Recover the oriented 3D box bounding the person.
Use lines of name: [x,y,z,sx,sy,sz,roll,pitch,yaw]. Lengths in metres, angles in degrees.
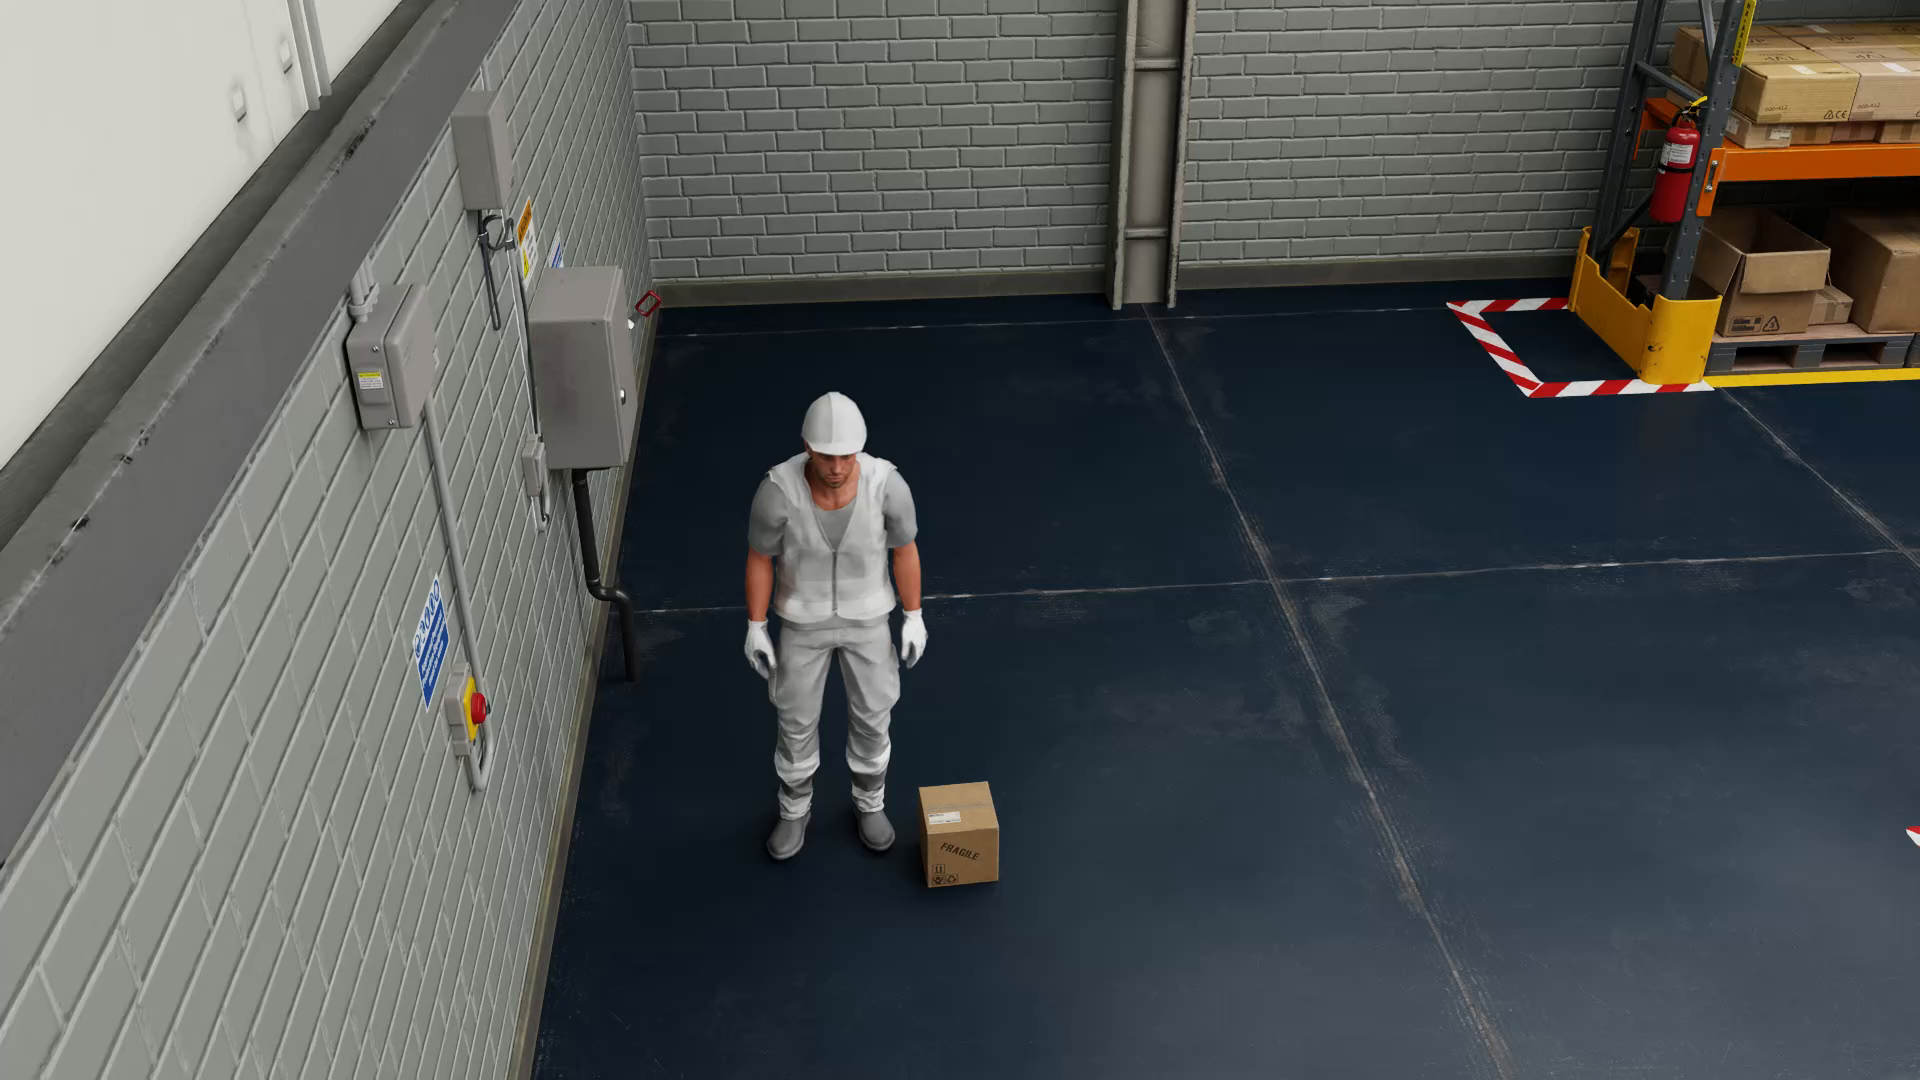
person: [-0.420,0.294,5.624,0.623,1.780,0.449,-4,31,-6]
